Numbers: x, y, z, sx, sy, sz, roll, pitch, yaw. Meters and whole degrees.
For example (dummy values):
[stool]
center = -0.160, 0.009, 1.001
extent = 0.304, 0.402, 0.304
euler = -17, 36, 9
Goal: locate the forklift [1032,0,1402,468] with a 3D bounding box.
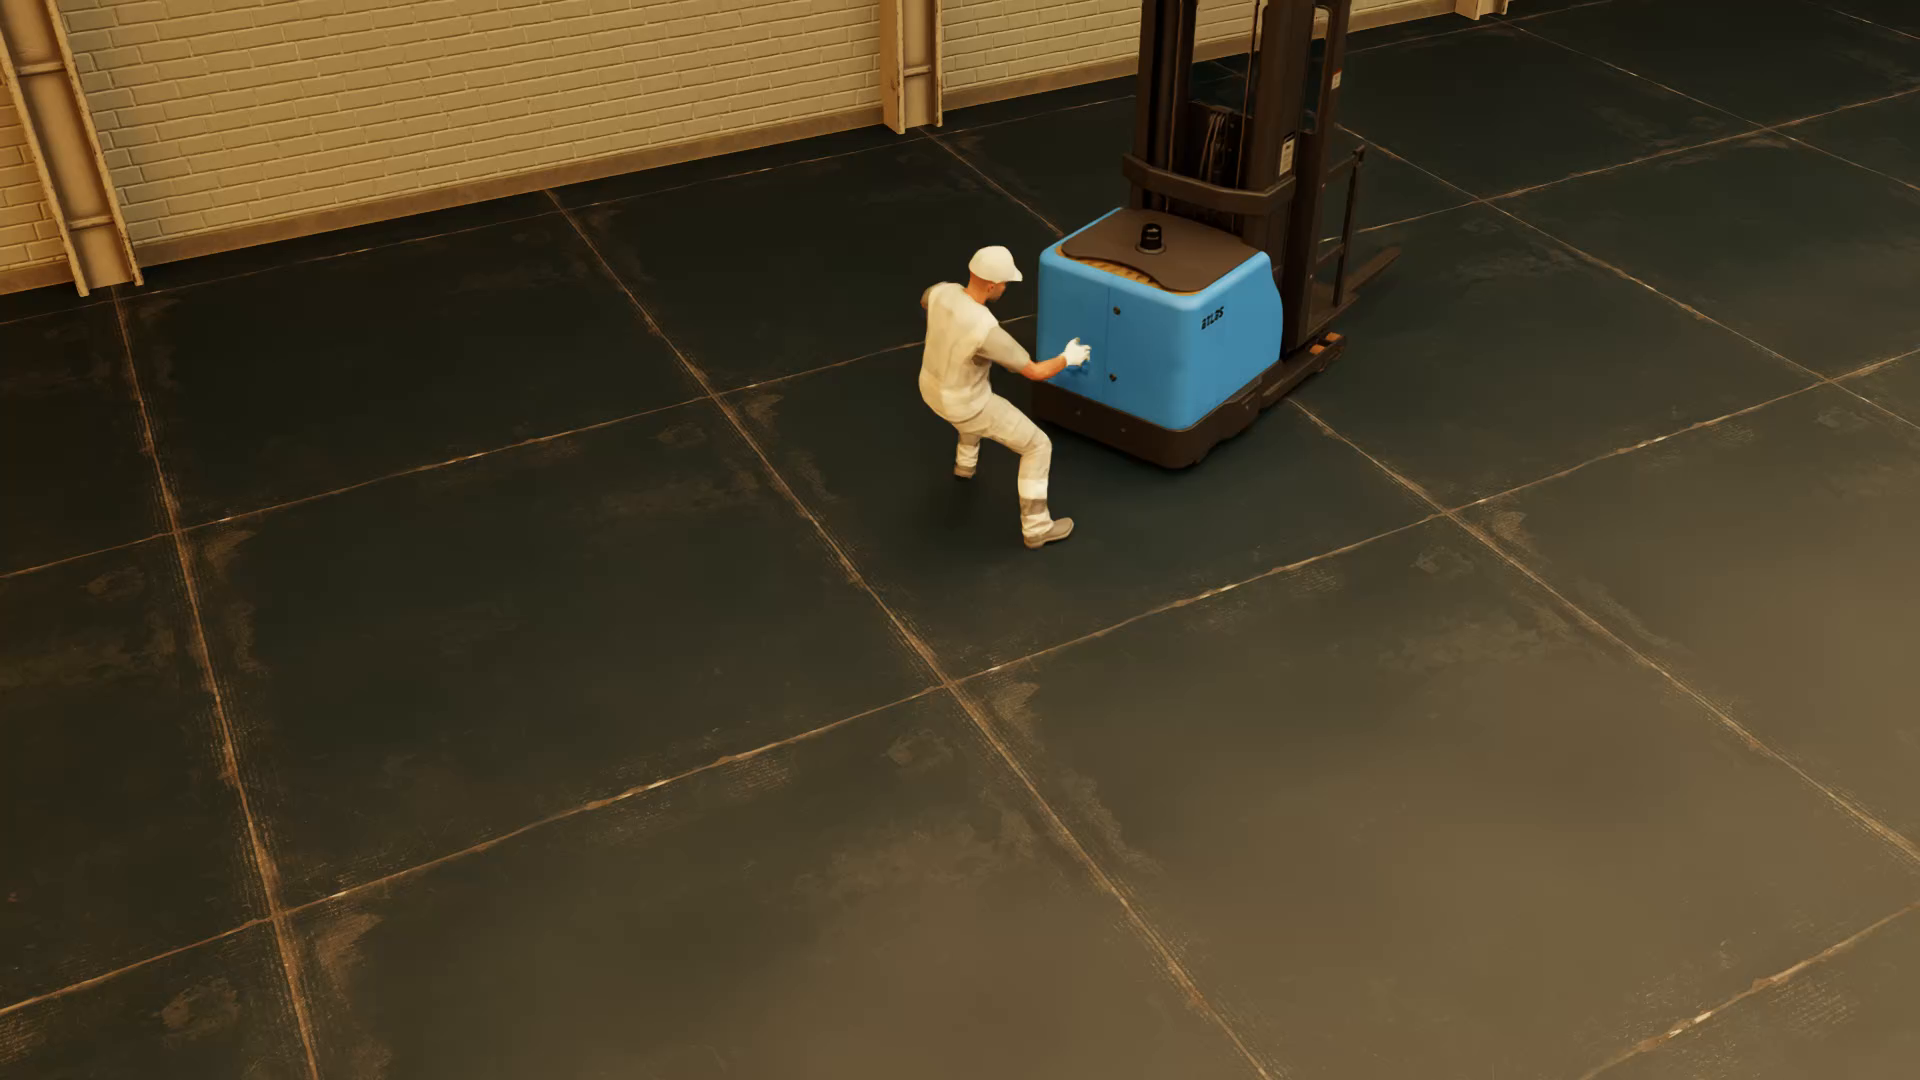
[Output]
[forklift]
center = 1.724, -2.376, 9.484
extent = 1.130, 2.935, 3.031
euler = 25, 42, 31

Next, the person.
[person]
center = 0.186, -0.835, 8.490
extent = 0.787, 1.569, 0.978
euler = -21, 41, -27
